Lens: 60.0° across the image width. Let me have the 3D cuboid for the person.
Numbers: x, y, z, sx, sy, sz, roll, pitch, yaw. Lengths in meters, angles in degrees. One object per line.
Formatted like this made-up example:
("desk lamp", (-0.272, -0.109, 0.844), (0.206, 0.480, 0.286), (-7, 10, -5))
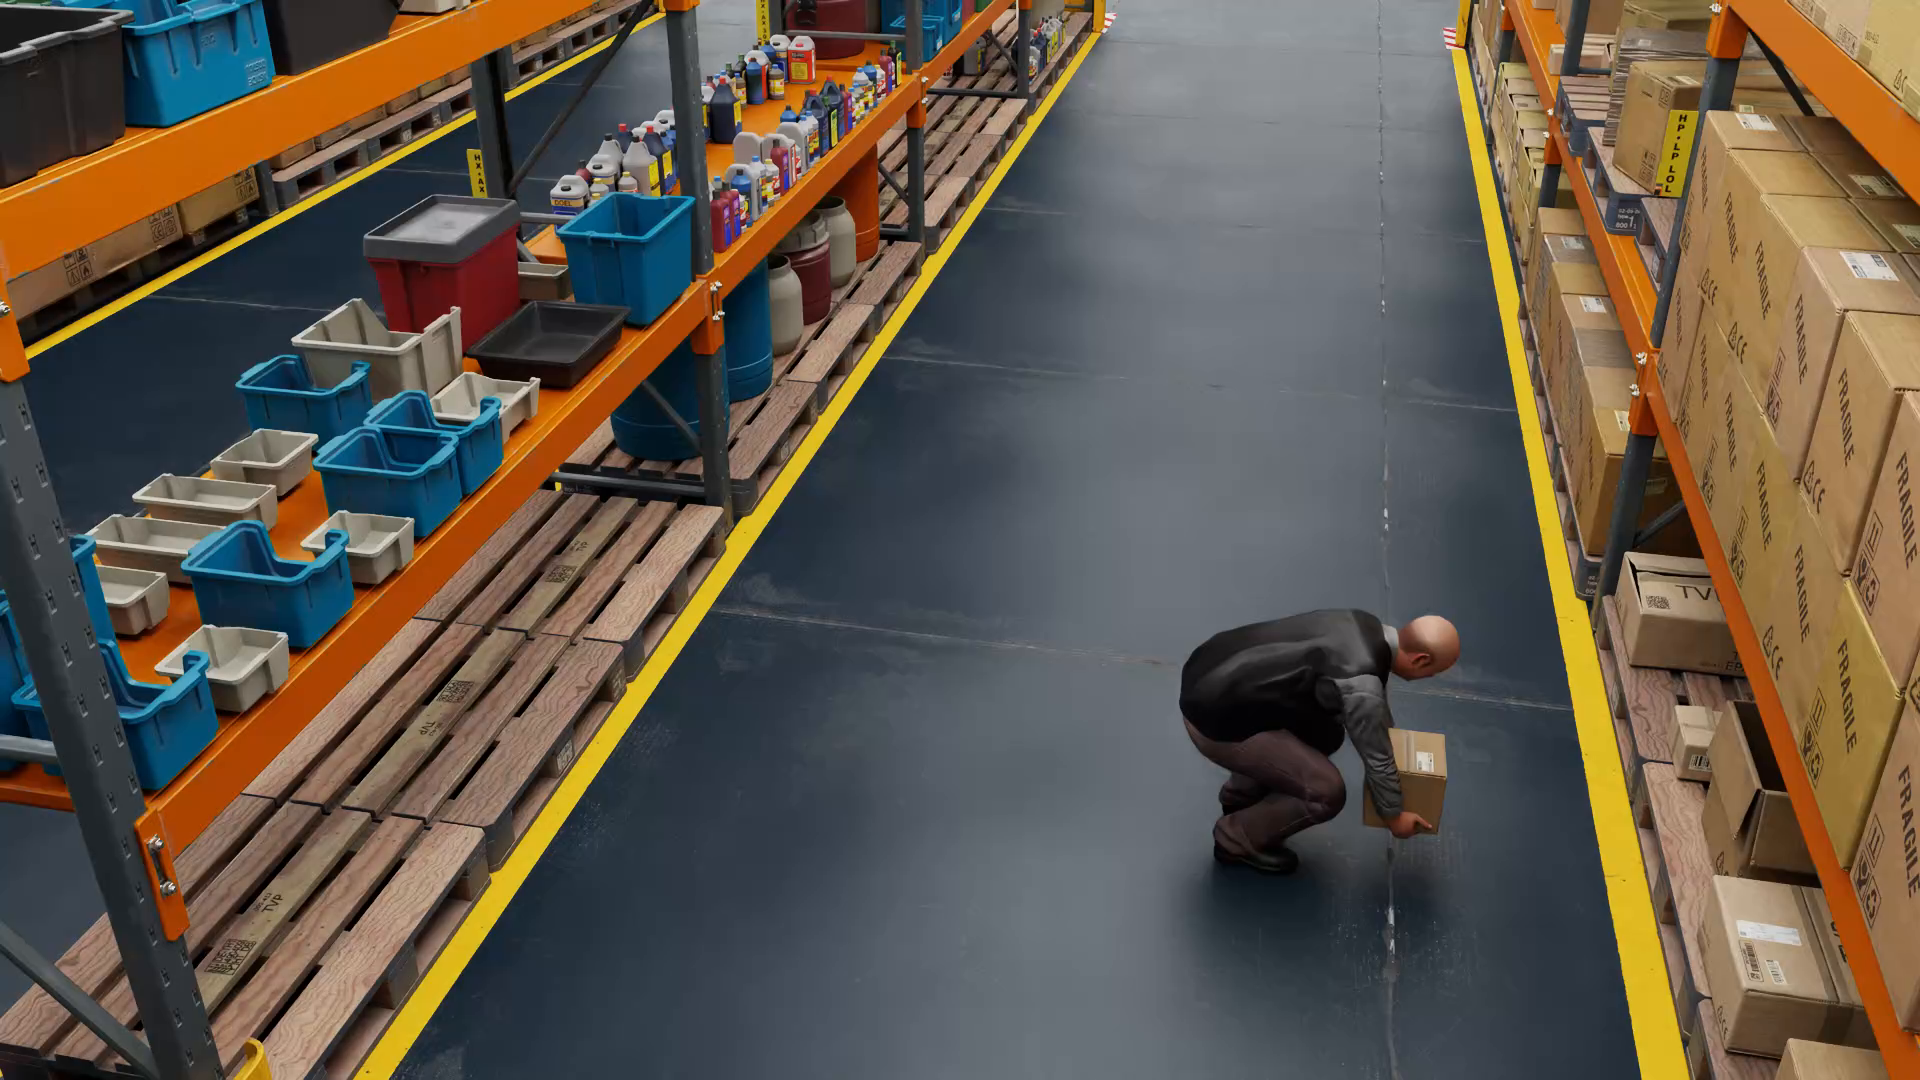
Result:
("person", (1.208, 0.664, 5.741), (0.908, 0.955, 0.513), (5, 29, 9))
